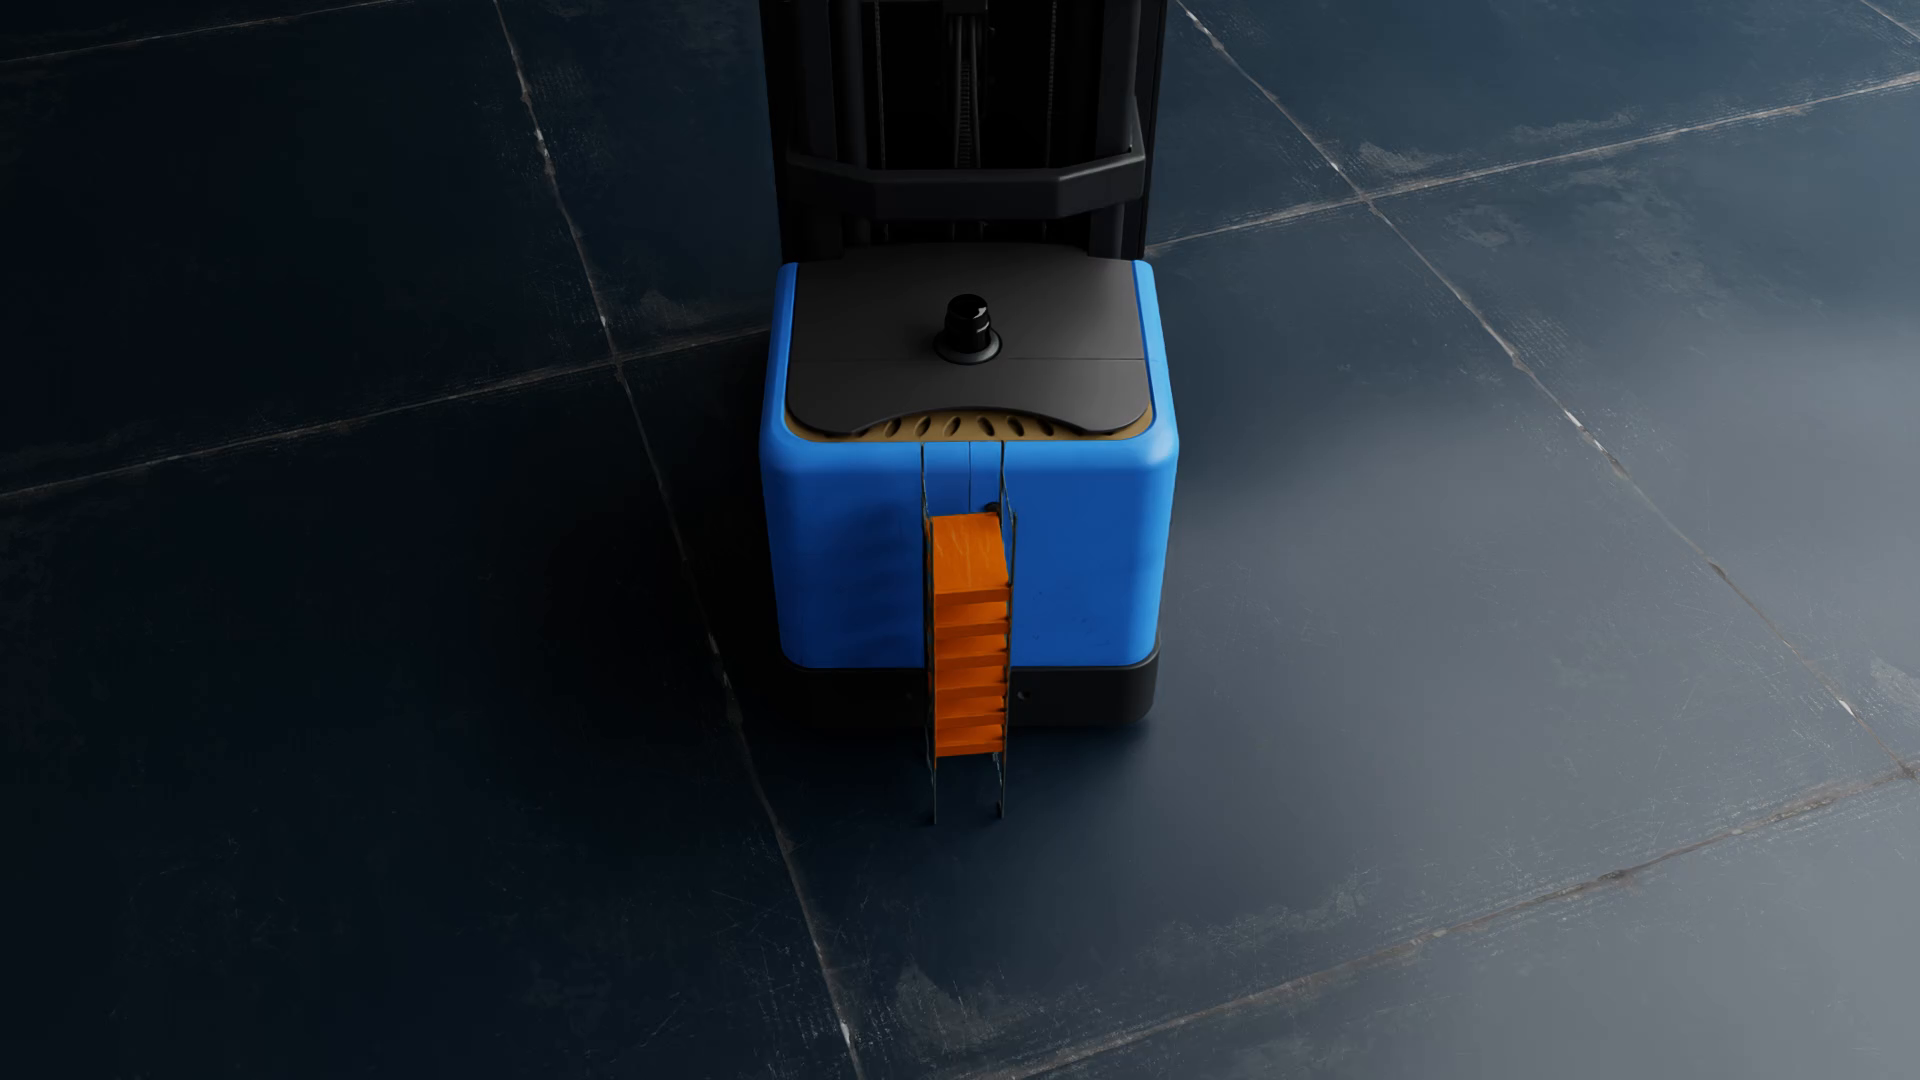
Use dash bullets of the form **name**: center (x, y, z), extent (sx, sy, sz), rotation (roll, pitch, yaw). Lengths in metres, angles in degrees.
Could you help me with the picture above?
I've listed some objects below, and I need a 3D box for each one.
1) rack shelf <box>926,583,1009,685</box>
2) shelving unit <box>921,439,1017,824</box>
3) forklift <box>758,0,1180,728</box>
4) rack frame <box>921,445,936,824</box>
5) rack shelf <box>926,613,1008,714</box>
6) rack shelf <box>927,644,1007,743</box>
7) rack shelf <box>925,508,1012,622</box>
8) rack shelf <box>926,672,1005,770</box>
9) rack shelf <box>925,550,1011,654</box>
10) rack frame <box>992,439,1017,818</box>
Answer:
- **rack shelf**: center (0.015, 0.218, 4.070), extent (0.180, 0.103, 0.258), rotation (-4, 48, -4)
- **shelving unit**: center (0.014, 0.269, 4.126), extent (0.189, 1.200, 0.258), rotation (-4, 48, -4)
- **forklift**: center (0.007, -1.536, 4.712), extent (1.130, 2.935, 3.031), rotation (0, 45, 0)
- **rack frame**: center (-0.077, 0.276, 4.119), extent (0.006, 1.200, 0.240), rotation (-4, 48, -4)
- **rack shelf**: center (0.014, 0.299, 4.159), extent (0.180, 0.103, 0.258), rotation (-4, 48, -4)
- **rack shelf**: center (0.013, 0.379, 4.248), extent (0.180, 0.103, 0.258), rotation (-4, 48, -4)
- **rack shelf**: center (0.016, 0.057, 3.892), extent (0.180, 0.103, 0.258), rotation (-4, 48, -4)
- **rack shelf**: center (0.012, 0.460, 4.337), extent (0.180, 0.103, 0.258), rotation (-4, 48, -4)
- **rack shelf**: center (0.015, 0.138, 3.981), extent (0.180, 0.103, 0.258), rotation (-4, 48, -4)
- **rack frame**: center (0.105, 0.262, 4.133), extent (0.006, 1.200, 0.240), rotation (-4, 48, -4)
